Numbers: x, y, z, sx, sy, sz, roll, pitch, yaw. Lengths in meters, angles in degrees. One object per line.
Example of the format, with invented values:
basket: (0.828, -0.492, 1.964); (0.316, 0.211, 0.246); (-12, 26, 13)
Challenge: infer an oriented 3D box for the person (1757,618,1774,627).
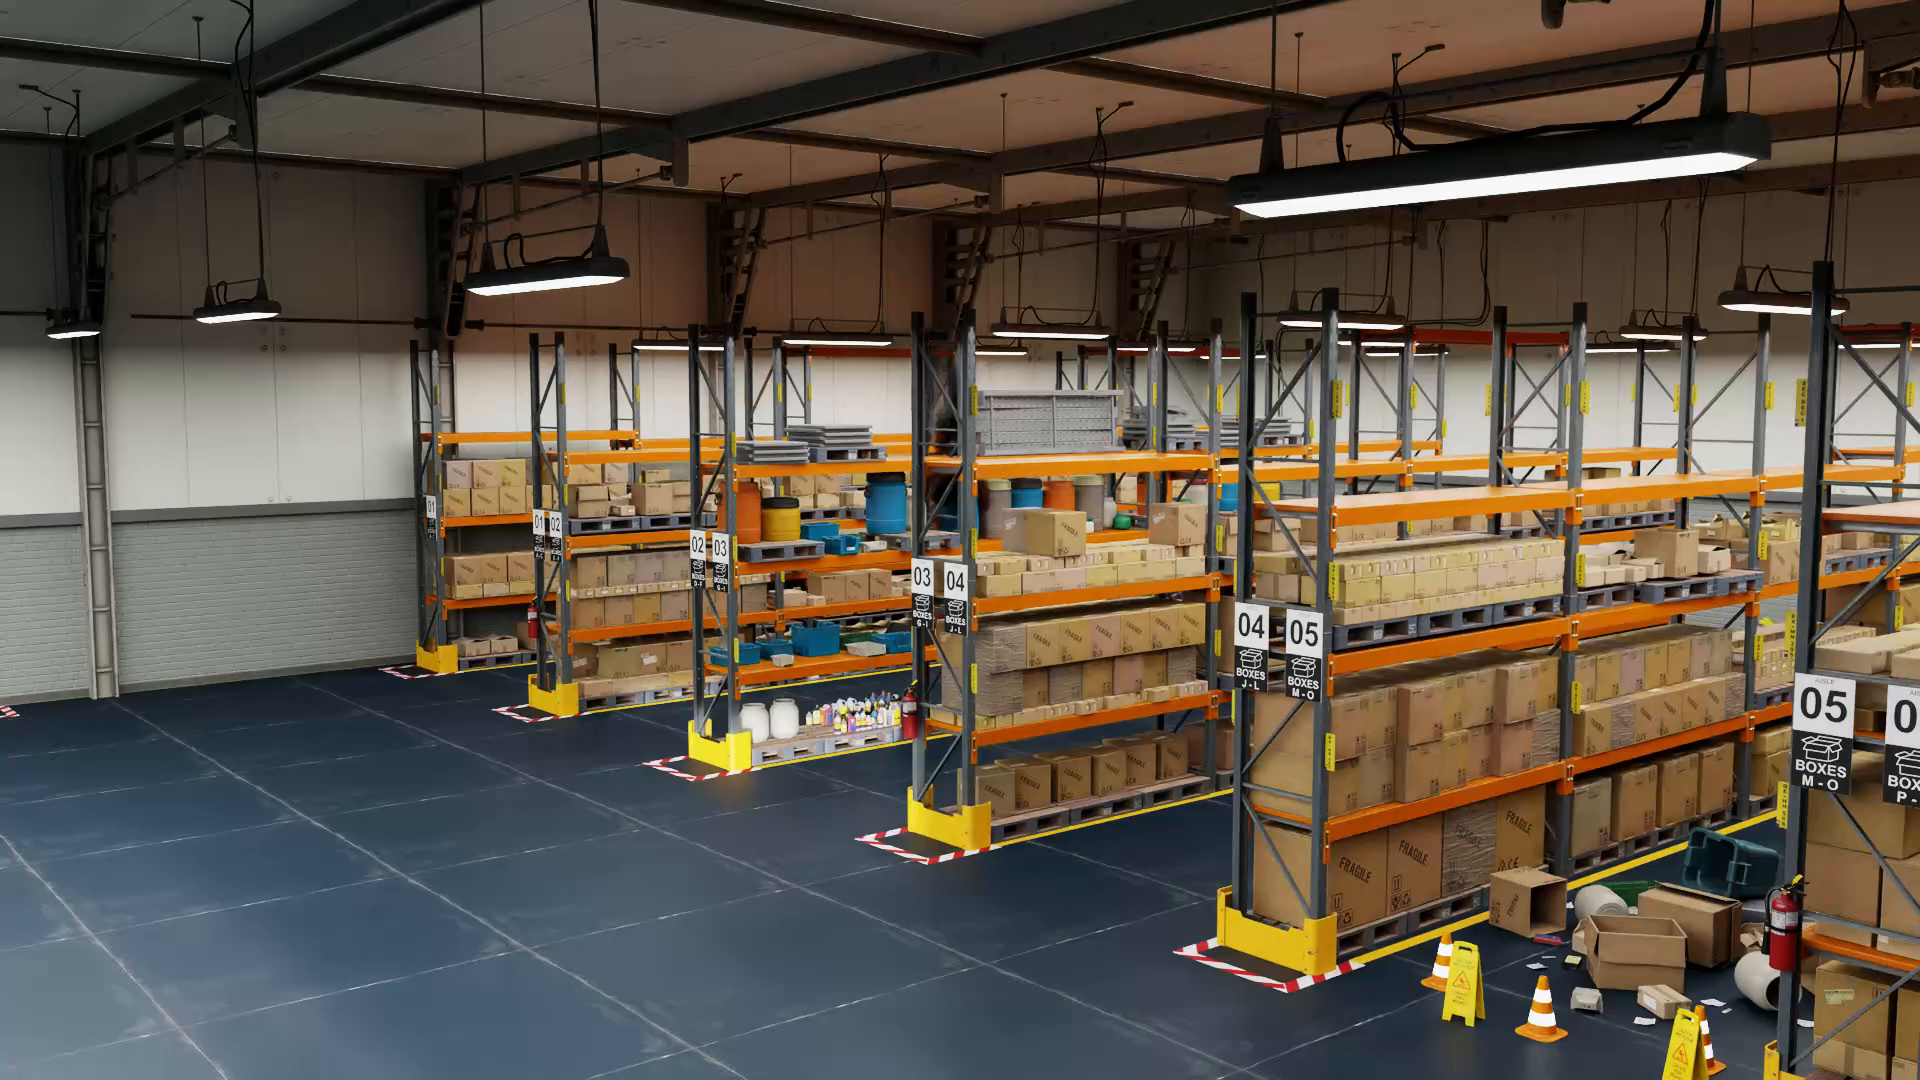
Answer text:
person: (12.049, 2.019, 24.784); (0.661, 1.729, 0.714); (-3, 6, -33)
